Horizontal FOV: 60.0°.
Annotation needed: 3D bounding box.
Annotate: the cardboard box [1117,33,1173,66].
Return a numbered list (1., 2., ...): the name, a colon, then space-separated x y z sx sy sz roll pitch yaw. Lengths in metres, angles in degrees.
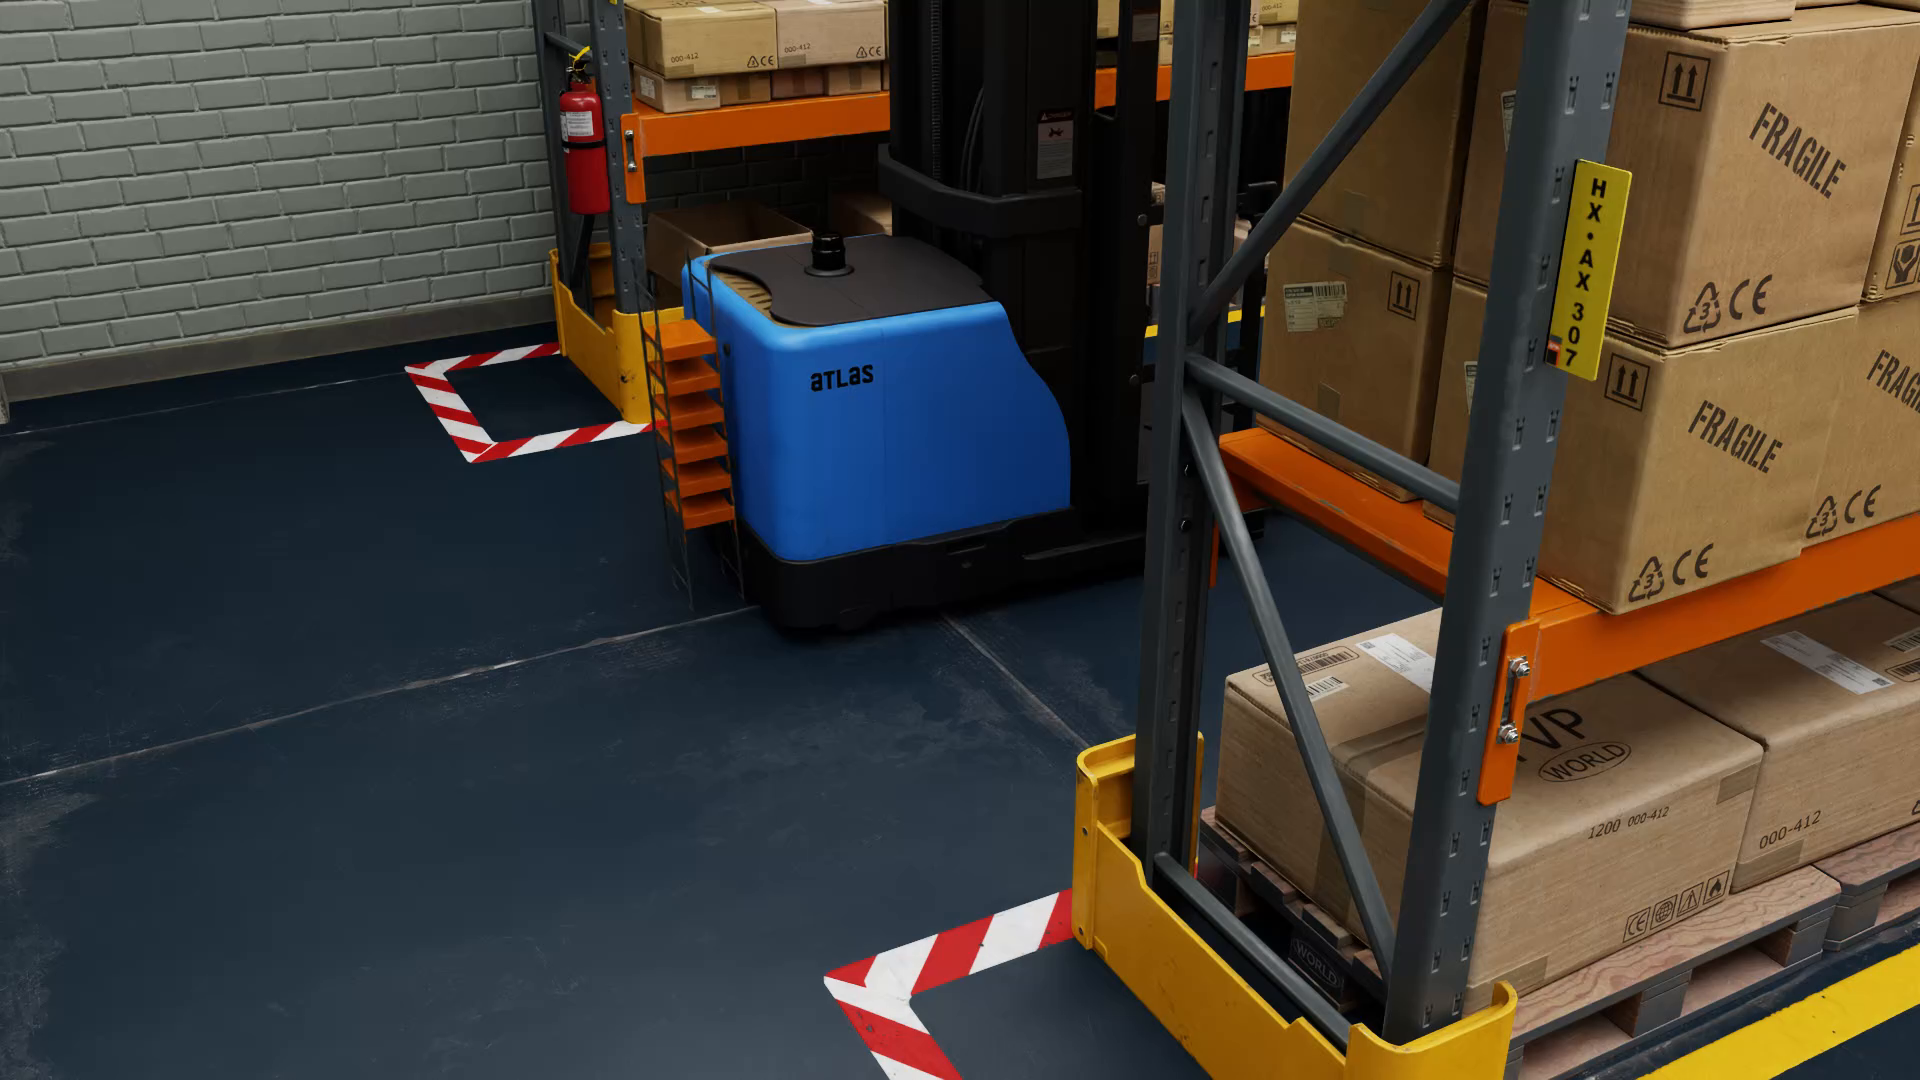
1. cardboard box: 0.839 -2.404 8.082 0.250 0.149 0.380 -13 29 -26

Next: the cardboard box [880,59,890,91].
1. cardboard box: -0.313 -2.163 7.579 0.250 0.149 0.380 -13 28 -24

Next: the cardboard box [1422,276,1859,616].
1. cardboard box: 1.264 -0.232 3.151 0.500 0.500 0.500 -13 29 -25

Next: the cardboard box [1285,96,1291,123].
1. cardboard box: 2.085 -2.448 9.536 0.250 0.149 0.380 -14 29 -27

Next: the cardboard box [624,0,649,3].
1. cardboard box: -1.353 -2.355 7.518 0.500 0.250 0.500 -12 28 -24

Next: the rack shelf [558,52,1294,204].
1. rack shelf: 0.131 -2.176 8.148 4.000 0.370 1.077 -13 29 -25

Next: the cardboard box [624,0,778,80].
1. cardboard box: -1.107 -2.149 7.090 0.500 0.250 0.500 -13 28 -25

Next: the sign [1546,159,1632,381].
1. sign: 0.961 -0.411 2.549 0.005 0.325 0.100 -13 29 -25

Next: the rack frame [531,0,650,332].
1. rack frame: -1.634 -2.093 7.144 0.127 3.000 1.000 -13 29 -25

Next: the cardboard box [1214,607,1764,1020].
1. cardboard box: 1.241 0.595 4.021 0.875 0.438 0.875 -14 29 -27

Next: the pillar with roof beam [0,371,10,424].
1. pillar with roof beam: -2.411 -2.949 1.995 0.400 9.000 9.100 -13 29 -25

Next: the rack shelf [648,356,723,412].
1. rack shelf: -0.914 -0.527 5.503 0.180 0.103 0.258 -14 29 -22

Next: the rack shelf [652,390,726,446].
1. rack shelf: -0.910 -0.420 5.557 0.180 0.103 0.258 -14 29 -22

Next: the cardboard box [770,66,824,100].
1. cardboard box: -0.796 -2.078 7.404 0.250 0.149 0.380 -13 29 -26

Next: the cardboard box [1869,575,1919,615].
1. cardboard box: 2.841 0.222 4.797 0.875 0.438 0.875 -14 29 -27

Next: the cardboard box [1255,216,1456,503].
1. cardboard box: 1.006 -0.443 3.591 0.500 0.500 0.500 -13 28 -25

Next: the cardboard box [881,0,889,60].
1. cardboard box: -0.216 -2.356 7.522 0.500 0.250 0.500 -14 29 -26

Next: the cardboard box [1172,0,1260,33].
1. cardboard box: 1.126 -2.670 8.175 0.500 0.250 0.500 -13 29 -25

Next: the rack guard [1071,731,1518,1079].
1. rack guard: 0.684 0.933 3.728 0.348 0.500 1.175 -13 29 -25

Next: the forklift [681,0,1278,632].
1. forklift: 0.563 -1.441 5.864 3.031 2.935 1.130 -12 28 -23

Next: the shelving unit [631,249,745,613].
1. shelving unit: -0.908 -0.353 5.590 0.189 1.200 0.258 -14 29 -22

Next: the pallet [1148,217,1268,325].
1. pallet: 1.289 -1.511 9.154 1.213 0.211 1.003 -13 29 -25

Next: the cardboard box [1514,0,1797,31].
1. cardboard box: 1.149 -0.953 2.749 0.250 0.149 0.380 -12 28 -24

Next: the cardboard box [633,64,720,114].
1. cardboard box: -1.215 -1.942 7.120 0.250 0.149 0.380 -13 29 -25

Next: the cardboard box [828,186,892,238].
1. cardboard box: -0.277 -1.403 8.110 0.500 0.500 0.700 -12 28 -23

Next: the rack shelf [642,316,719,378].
1. rack shelf: -0.919 -0.635 5.449 0.180 0.103 0.258 -14 29 -22

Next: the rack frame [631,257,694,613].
1. rack frame: -0.990 -0.333 5.557 0.006 1.200 0.240 -14 29 -22

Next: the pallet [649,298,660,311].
1. pallet: -0.864 -1.014 8.119 1.213 0.211 1.003 -13 29 -25

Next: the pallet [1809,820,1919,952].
1. pallet: 2.449 0.619 4.716 1.213 0.211 1.003 -13 29 -25

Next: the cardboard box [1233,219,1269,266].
1. cardboard box: 1.542 -1.586 8.897 0.250 0.149 0.380 -14 29 -27

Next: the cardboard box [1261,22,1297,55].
1. cardboard box: 1.514 -2.572 8.431 0.250 0.149 0.380 -12 28 -24

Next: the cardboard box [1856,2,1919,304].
1. cardboard box: 1.715 -0.791 3.161 0.500 0.500 0.500 -14 29 -26
